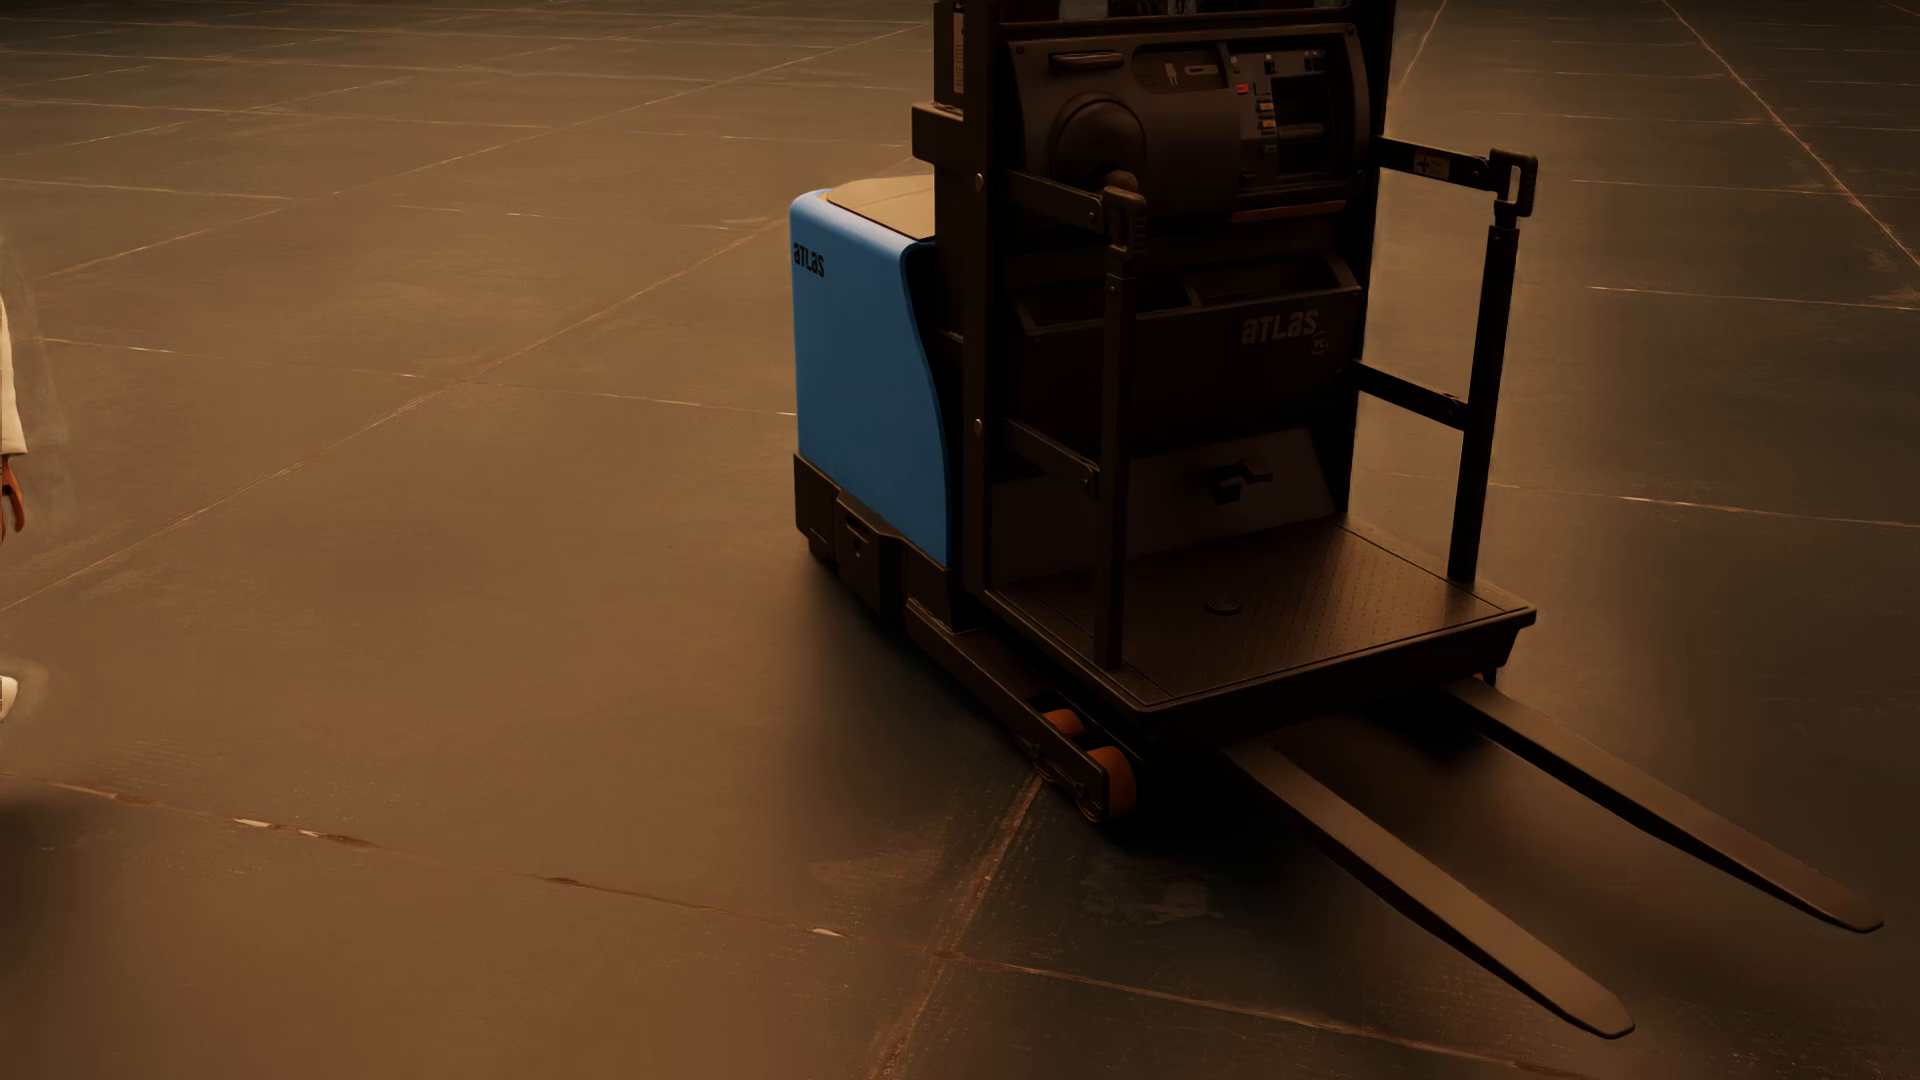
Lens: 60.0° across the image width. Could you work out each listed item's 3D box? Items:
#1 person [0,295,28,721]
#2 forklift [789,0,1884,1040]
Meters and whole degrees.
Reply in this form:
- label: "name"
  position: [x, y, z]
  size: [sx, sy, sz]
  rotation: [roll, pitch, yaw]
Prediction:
- label: "person"
  position: [-2.136, -0.133, 3.180]
  size: [0.804, 1.736, 0.568]
  rotation: [16, 27, 33]
- label: "forklift"
  position: [0.628, -0.932, 3.538]
  size: [1.130, 2.935, 3.031]
  rotation: [-11, 25, -25]
